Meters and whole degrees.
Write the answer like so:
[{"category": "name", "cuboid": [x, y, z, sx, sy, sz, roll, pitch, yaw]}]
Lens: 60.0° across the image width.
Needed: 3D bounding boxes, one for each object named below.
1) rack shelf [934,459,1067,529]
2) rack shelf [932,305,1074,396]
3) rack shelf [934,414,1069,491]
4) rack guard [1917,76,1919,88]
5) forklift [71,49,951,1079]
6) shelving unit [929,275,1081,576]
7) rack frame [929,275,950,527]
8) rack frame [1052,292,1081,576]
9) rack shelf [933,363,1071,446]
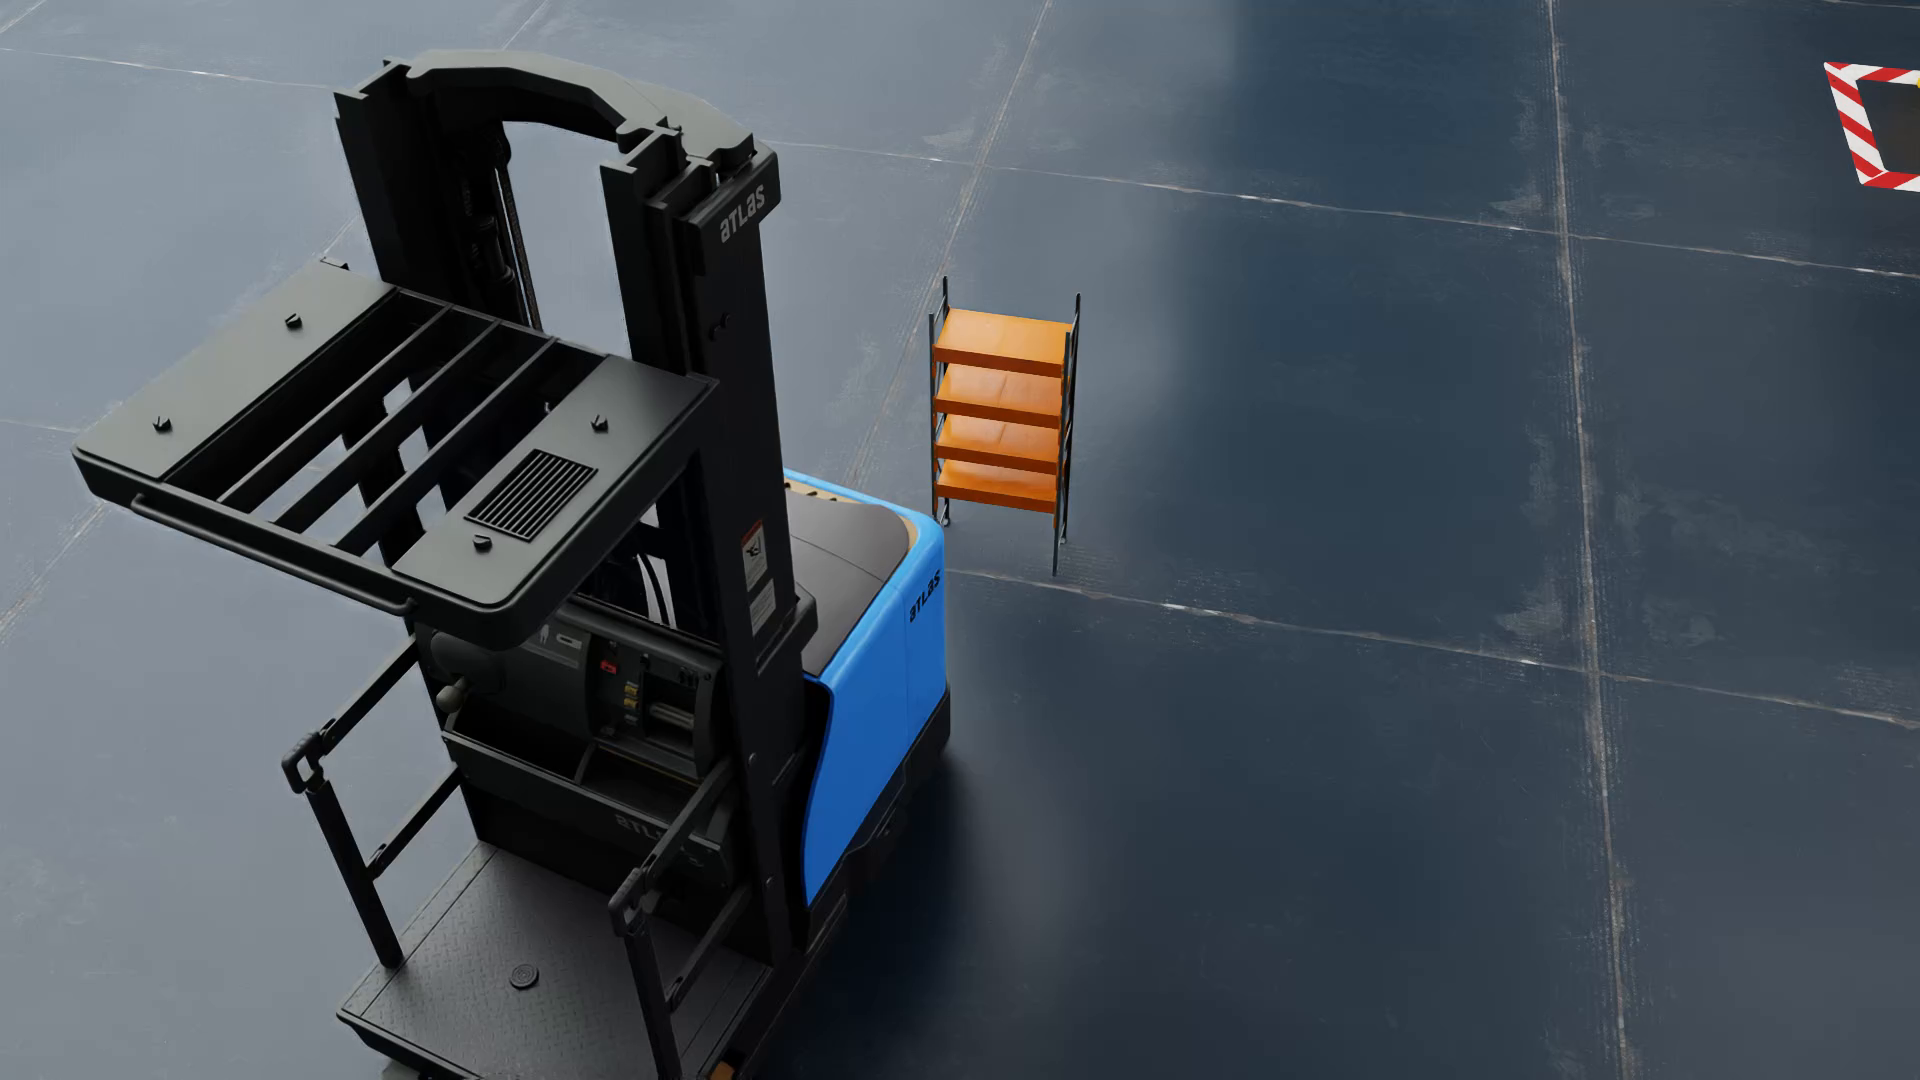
[{"category": "rack shelf", "cuboid": [0.162, -0.216, 6.492, 0.480, 0.148, 0.258, 9, 45, 9]}, {"category": "rack shelf", "cuboid": [0.162, -0.690, 6.035, 0.480, 0.148, 0.258, 9, 45, 9]}, {"category": "rack shelf", "cuboid": [0.162, -0.359, 6.355, 0.480, 0.148, 0.258, 9, 45, 9]}, {"category": "rack guard", "cuboid": [5.492, -2.399, 8.881, 0.348, 0.500, 1.175, 9, 45, 9]}, {"category": "forklift", "cuboid": [-1.125, 0.432, 4.188, 1.130, 2.935, 3.031, 18, 47, 18]}, {"category": "shelving unit", "cuboid": [0.162, -0.407, 6.308, 0.503, 1.200, 0.258, 9, 45, 9]}, {"category": "rack frame", "cuboid": [-0.077, -0.444, 6.346, 0.015, 1.200, 0.240, 9, 45, 9]}, {"category": "rack frame", "cuboid": [0.400, -0.370, 6.269, 0.015, 1.200, 0.240, 9, 45, 9]}, {"category": "rack shelf", "cuboid": [0.162, -0.520, 6.199, 0.480, 0.148, 0.258, 9, 45, 9]}]
